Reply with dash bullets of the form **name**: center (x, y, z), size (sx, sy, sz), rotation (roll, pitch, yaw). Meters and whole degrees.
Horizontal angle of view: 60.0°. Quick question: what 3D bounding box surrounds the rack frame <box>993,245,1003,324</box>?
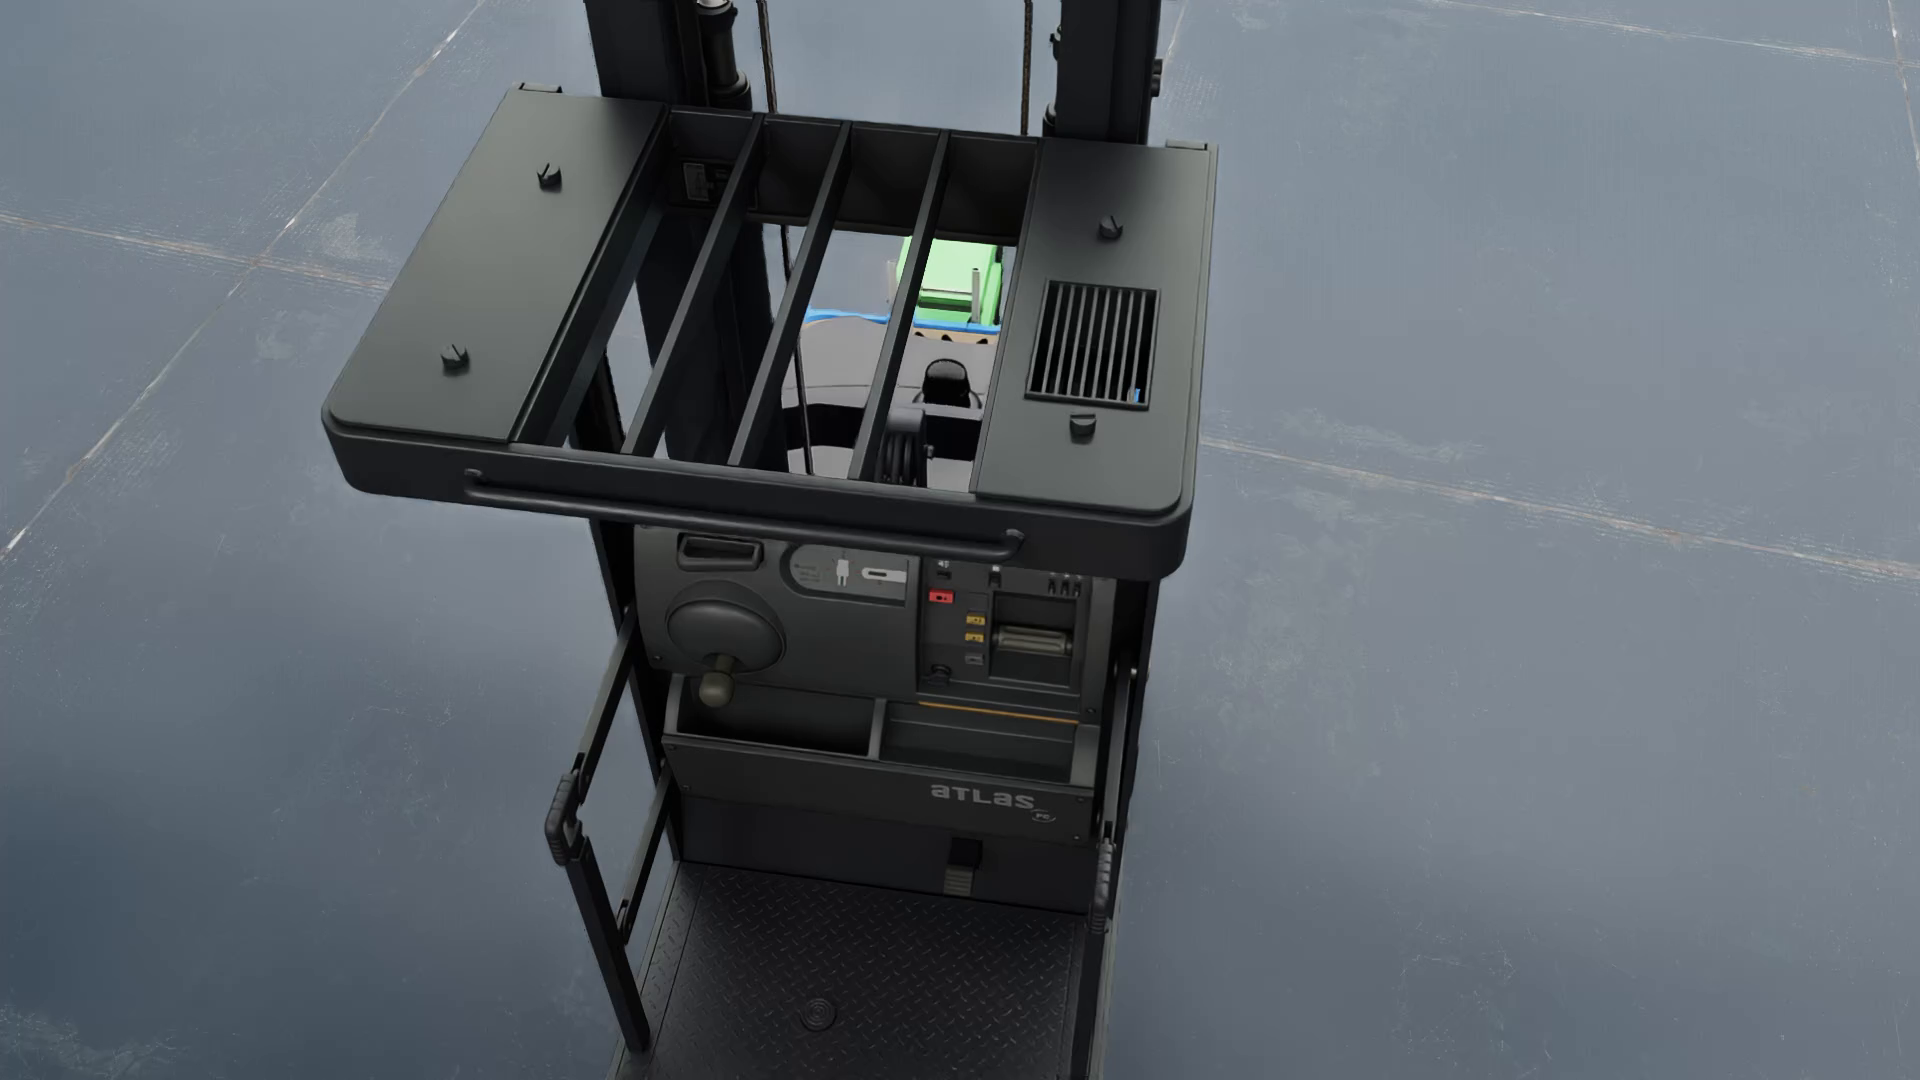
- **rack frame**: center (0.006, -0.676, 5.046), size (0.240, 1.200, 0.015), rotation (6, 49, 6)

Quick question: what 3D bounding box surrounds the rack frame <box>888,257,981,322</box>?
- **rack frame**: center (-0.066, -0.314, 4.727), size (0.240, 1.200, 0.015), rotation (6, 49, 6)

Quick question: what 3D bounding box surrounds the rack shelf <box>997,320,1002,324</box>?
- **rack shelf**: center (-0.030, -0.453, 4.935), size (0.258, 0.148, 0.480), rotation (6, 49, 6)

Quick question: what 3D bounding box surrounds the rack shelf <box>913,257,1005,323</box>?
- **rack shelf**: center (-0.030, -0.612, 4.755), size (0.258, 0.148, 0.480), rotation (6, 49, 6)

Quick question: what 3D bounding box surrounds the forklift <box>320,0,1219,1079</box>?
- **forklift**: center (-0.199, 0.263, 3.063), size (1.130, 2.935, 3.031), rotation (6, 49, 6)

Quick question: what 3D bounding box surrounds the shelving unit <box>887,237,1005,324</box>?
- **shelving unit**: center (-0.030, -0.495, 4.887), size (0.258, 1.200, 0.503), rotation (6, 49, 6)

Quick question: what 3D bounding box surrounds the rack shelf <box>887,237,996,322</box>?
- **rack shelf**: center (-0.030, -0.770, 4.575), size (0.258, 0.148, 0.480), rotation (6, 49, 6)
